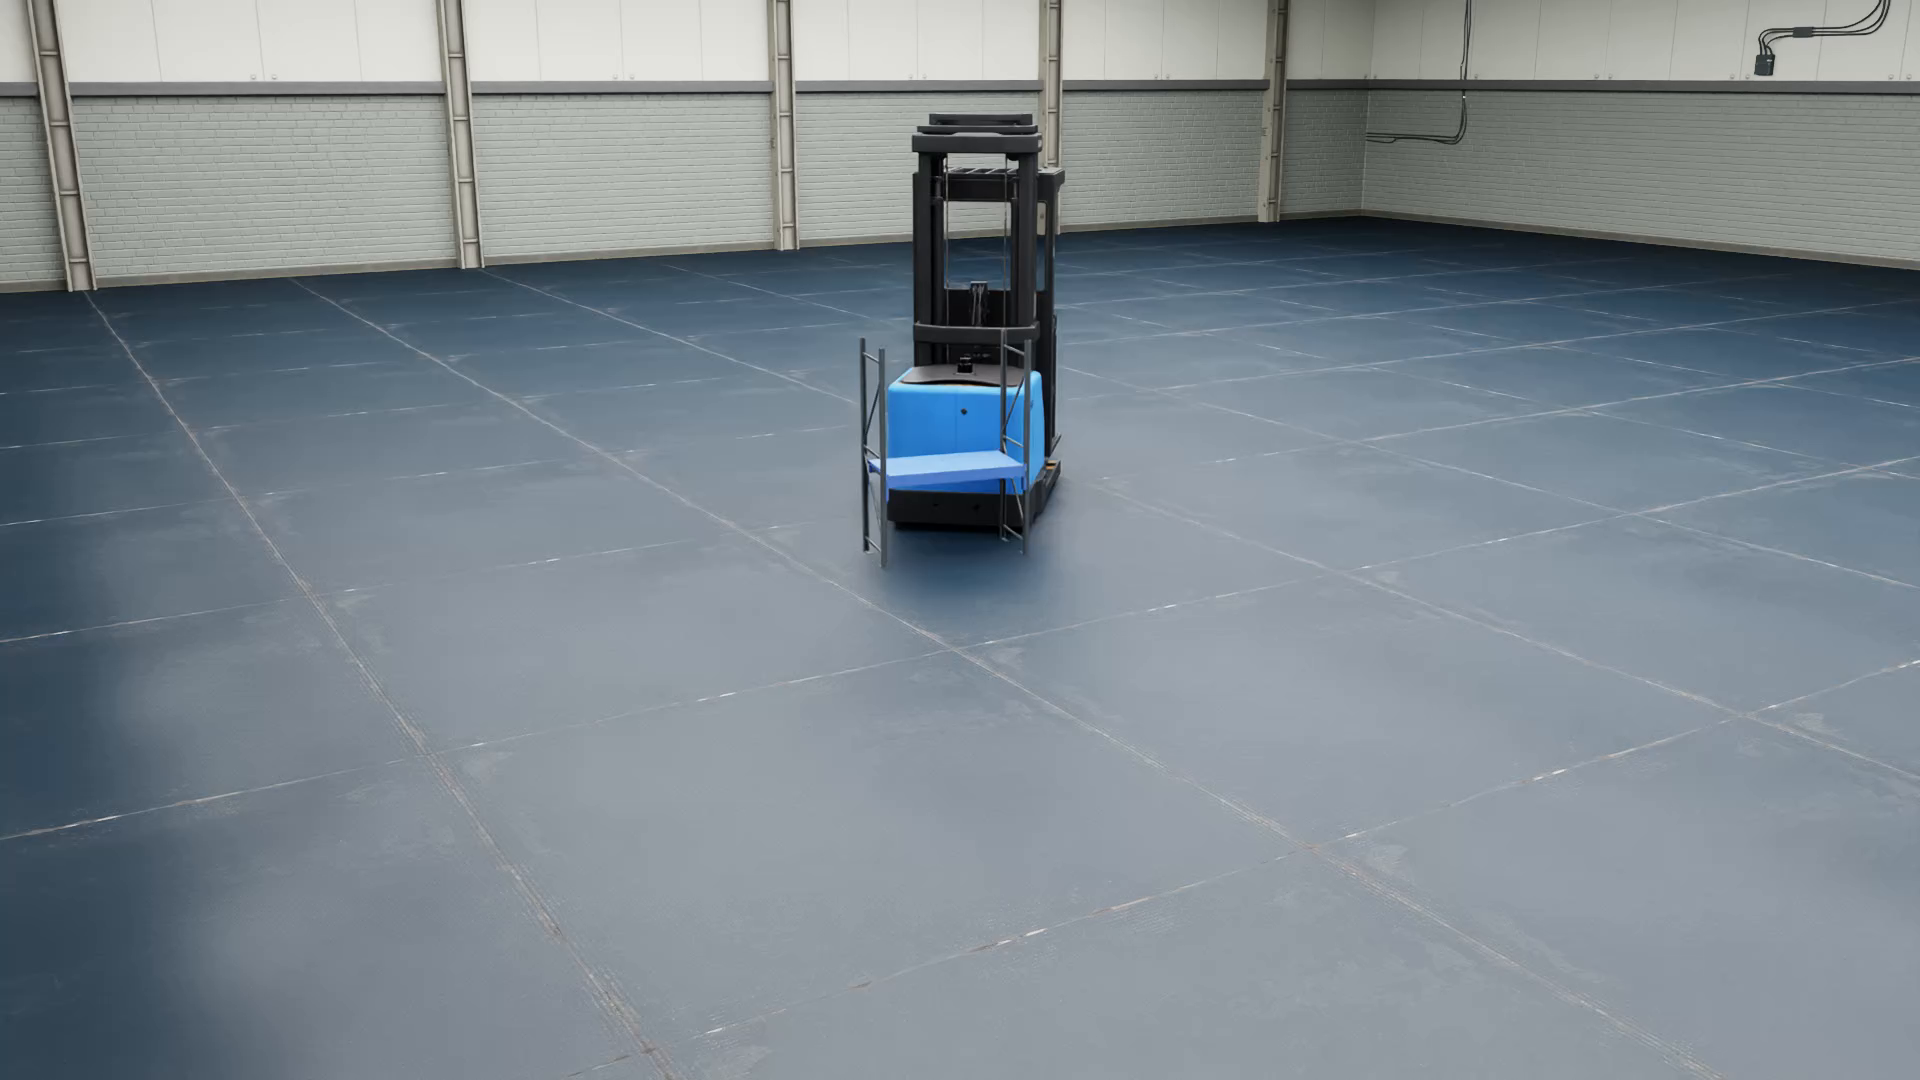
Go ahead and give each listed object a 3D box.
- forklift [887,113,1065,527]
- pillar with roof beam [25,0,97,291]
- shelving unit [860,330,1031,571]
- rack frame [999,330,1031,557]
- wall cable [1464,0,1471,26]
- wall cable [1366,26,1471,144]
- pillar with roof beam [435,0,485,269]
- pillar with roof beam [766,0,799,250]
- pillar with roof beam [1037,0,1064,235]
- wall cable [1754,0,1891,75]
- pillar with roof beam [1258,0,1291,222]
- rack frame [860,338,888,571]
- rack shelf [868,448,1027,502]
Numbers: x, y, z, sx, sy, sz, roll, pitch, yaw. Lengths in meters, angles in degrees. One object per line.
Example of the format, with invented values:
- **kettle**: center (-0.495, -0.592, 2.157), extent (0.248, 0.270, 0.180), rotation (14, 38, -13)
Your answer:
- **forklift**: center (0.223, -1.856, 13.102), extent (1.130, 2.935, 3.031), rotation (3, 16, 9)
- **pillar with roof beam**: center (-11.374, -7.216, 20.979), extent (0.400, 9.000, 9.100), rotation (-9, 18, -30)
- **shelving unit**: center (-0.102, -0.626, 11.363), extent (1.048, 1.500, 0.538), rotation (-5, 17, -18)
- **rack frame**: center (0.379, -0.671, 11.524), extent (0.032, 1.500, 0.500), rotation (-5, 17, -18)
- **wall cable**: center (11.581, -11.962, 34.307), extent (0.112, 2.526, 3.097), rotation (-9, 18, -30)
- **wall cable**: center (10.188, -10.156, 37.222), extent (0.112, 2.526, 3.097), rotation (-9, 18, -30)
- **pillar with roof beam**: center (-6.230, -8.050, 23.954), extent (0.400, 9.000, 9.100), rotation (-9, 18, -30)
- **pillar with roof beam**: center (-1.087, -8.884, 26.930), extent (0.400, 9.000, 9.100), rotation (-9, 18, -30)
- **pillar with roof beam**: center (4.056, -9.718, 29.905), extent (0.400, 9.000, 9.100), rotation (-9, 18, -30)
- **wall cable**: center (15.064, -11.090, 28.500), extent (0.169, 6.003, 2.305), rotation (-9, 18, -30)
- **pillar with roof beam**: center (9.199, -10.552, 32.880), extent (0.400, 9.000, 9.100), rotation (-9, 18, -30)
- **rack frame**: center (-0.582, -0.581, 11.203), extent (0.032, 1.500, 0.500), rotation (-5, 17, -18)
- **rack shelf**: center (-0.102, -0.453, 11.412), extent (1.000, 0.185, 0.538), rotation (-5, 17, -18)
